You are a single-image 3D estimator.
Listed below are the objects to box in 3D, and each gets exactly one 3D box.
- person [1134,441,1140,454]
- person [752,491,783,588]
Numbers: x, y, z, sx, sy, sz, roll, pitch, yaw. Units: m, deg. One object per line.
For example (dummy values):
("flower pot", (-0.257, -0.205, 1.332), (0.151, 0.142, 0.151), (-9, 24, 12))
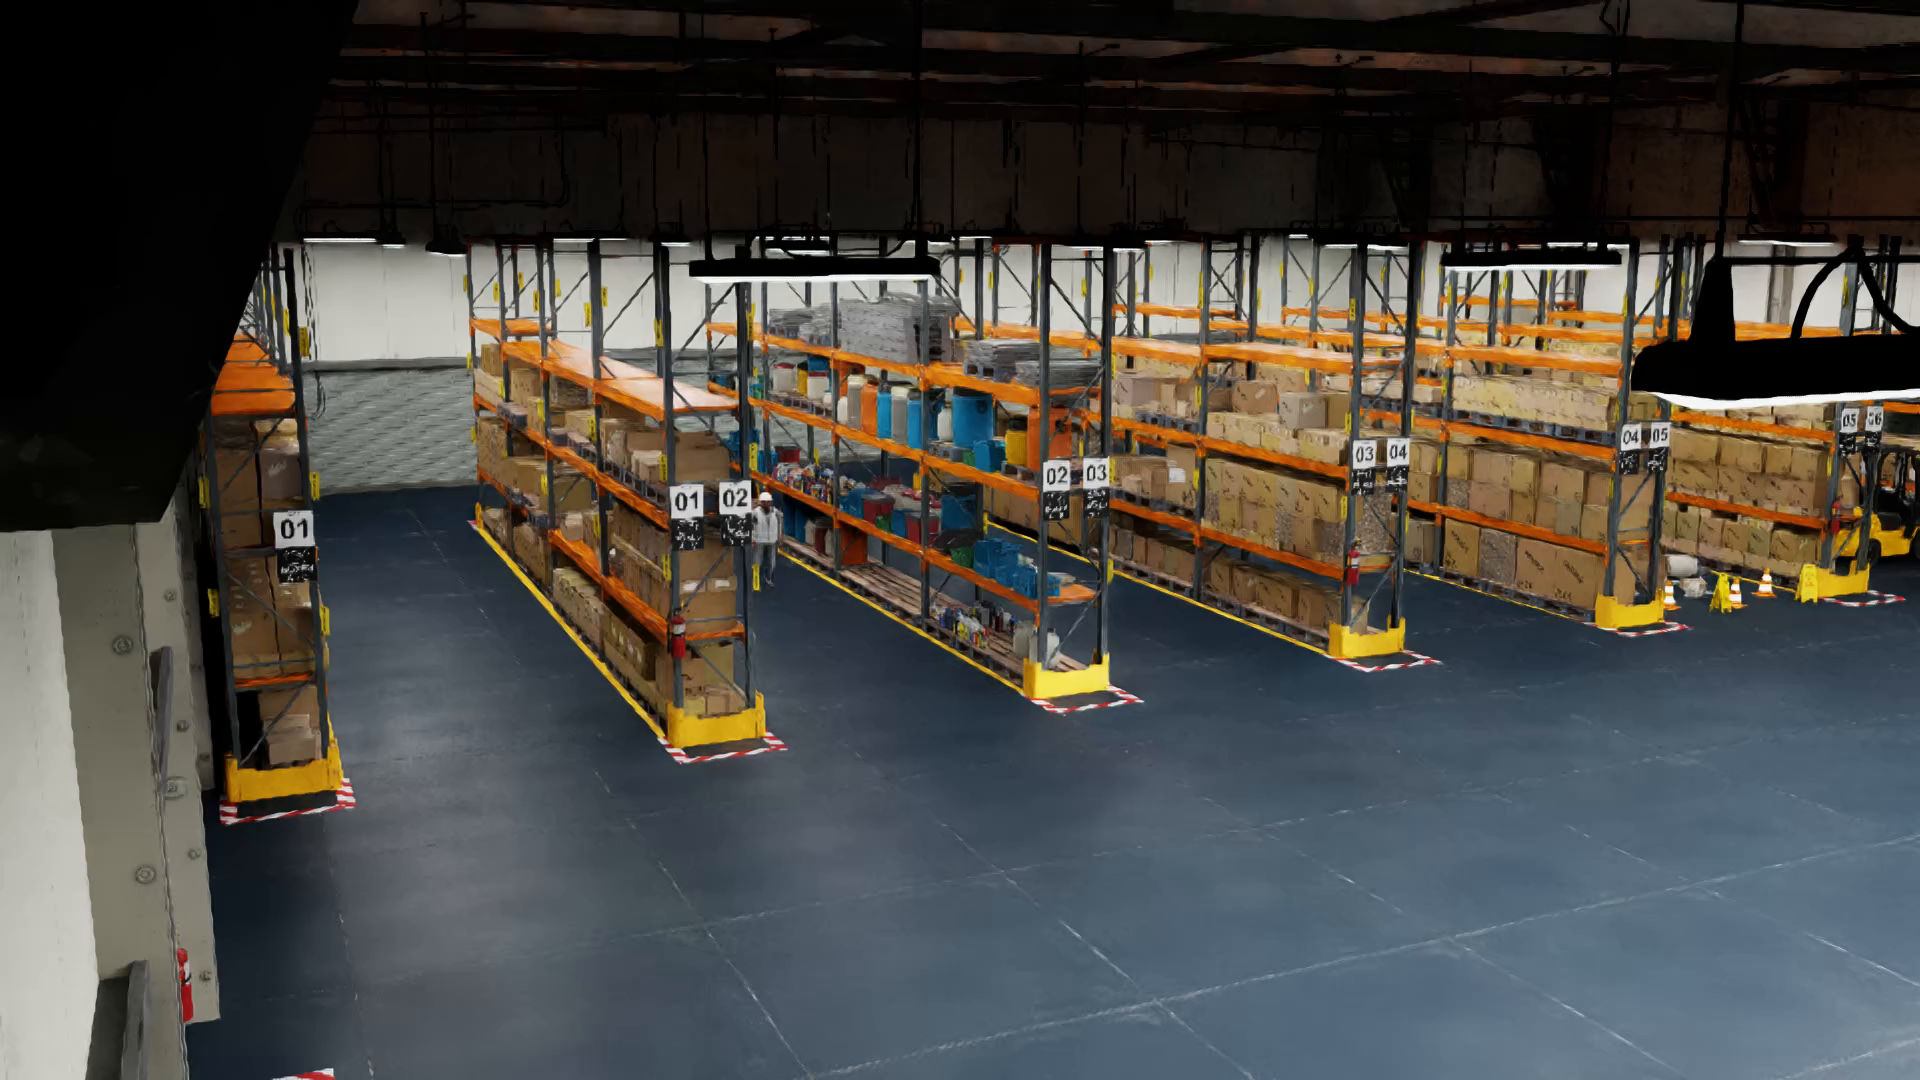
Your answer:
("person", (4.376, -2.529, 41.818), (0.507, 1.678, 0.500), (-8, 14, -36))
("person", (-3.367, 0.000, 28.639), (0.677, 1.726, 0.574), (-5, 12, -26))
